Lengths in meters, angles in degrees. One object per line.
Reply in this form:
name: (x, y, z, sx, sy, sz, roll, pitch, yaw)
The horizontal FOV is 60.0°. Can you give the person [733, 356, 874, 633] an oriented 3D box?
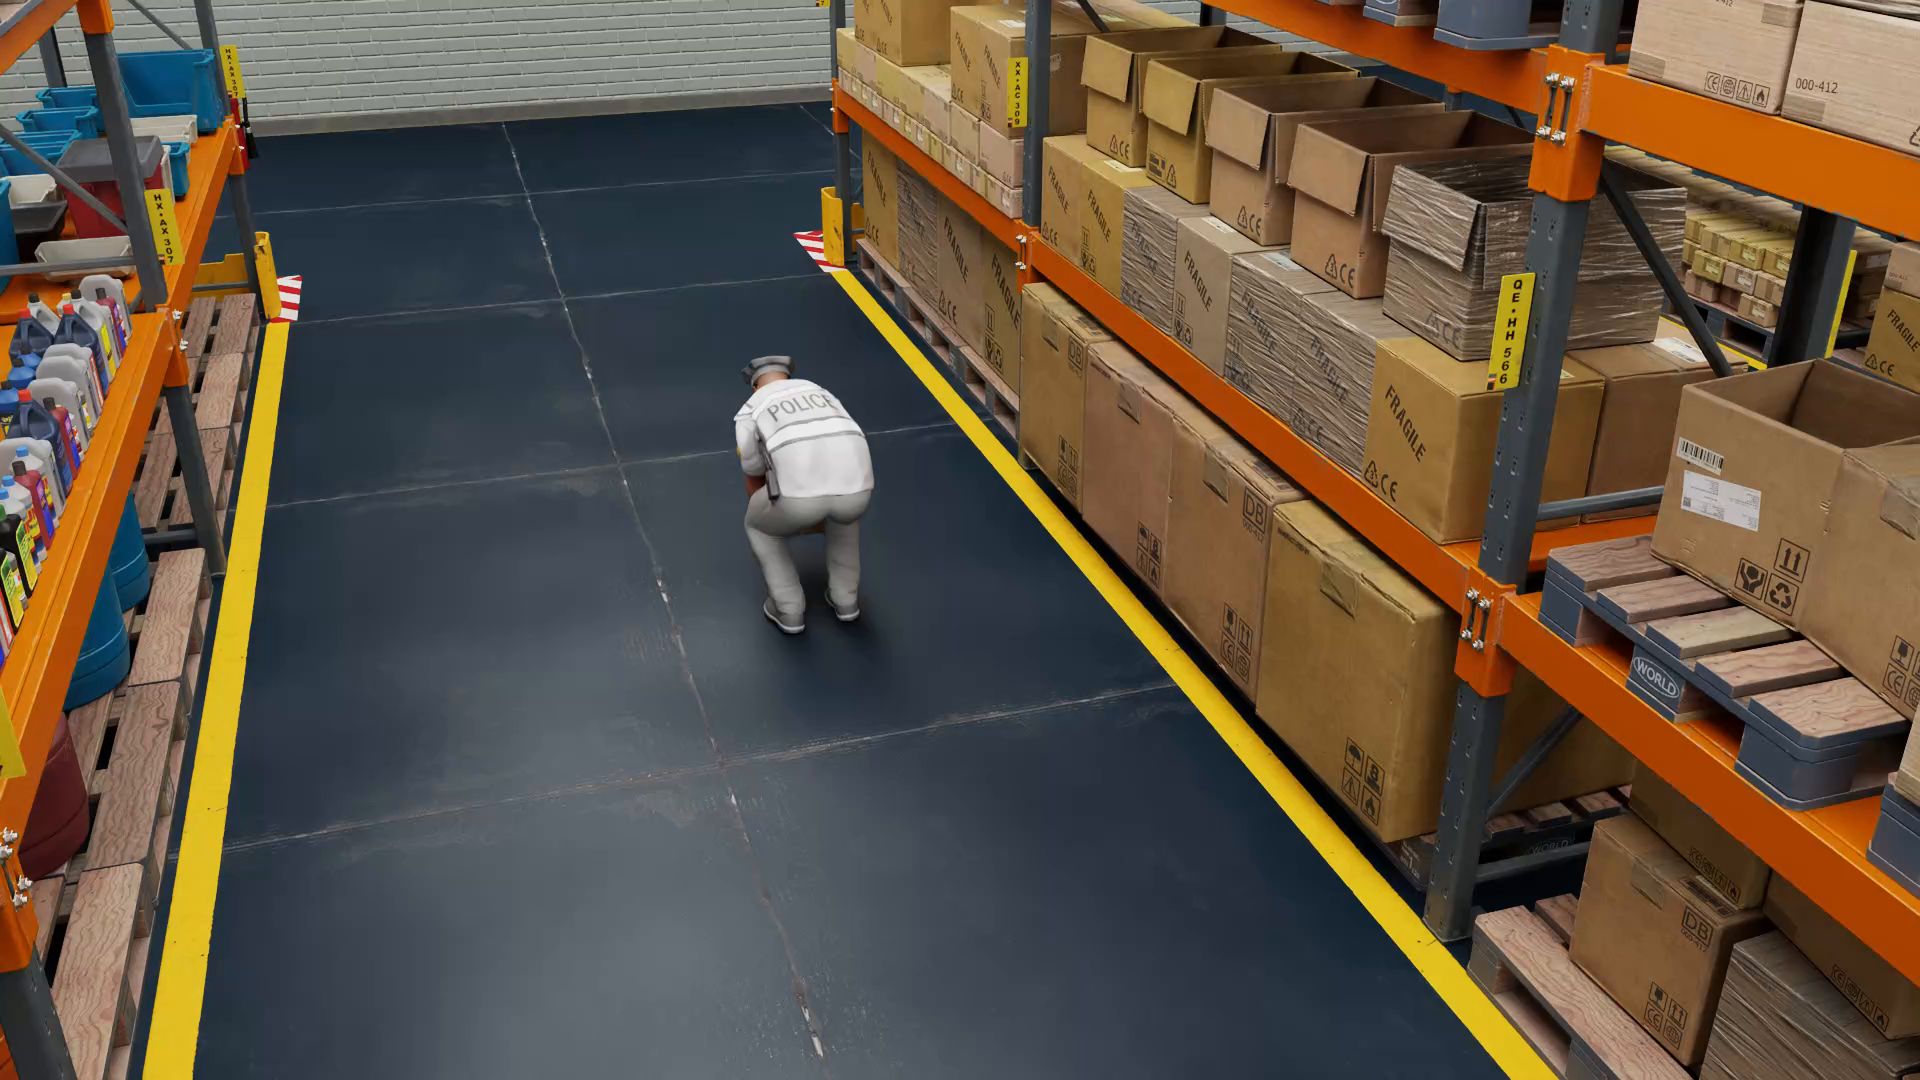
person: (-0.705, -0.205, 7.330, 0.534, 1.043, 1.029, -9, 28, -18)
